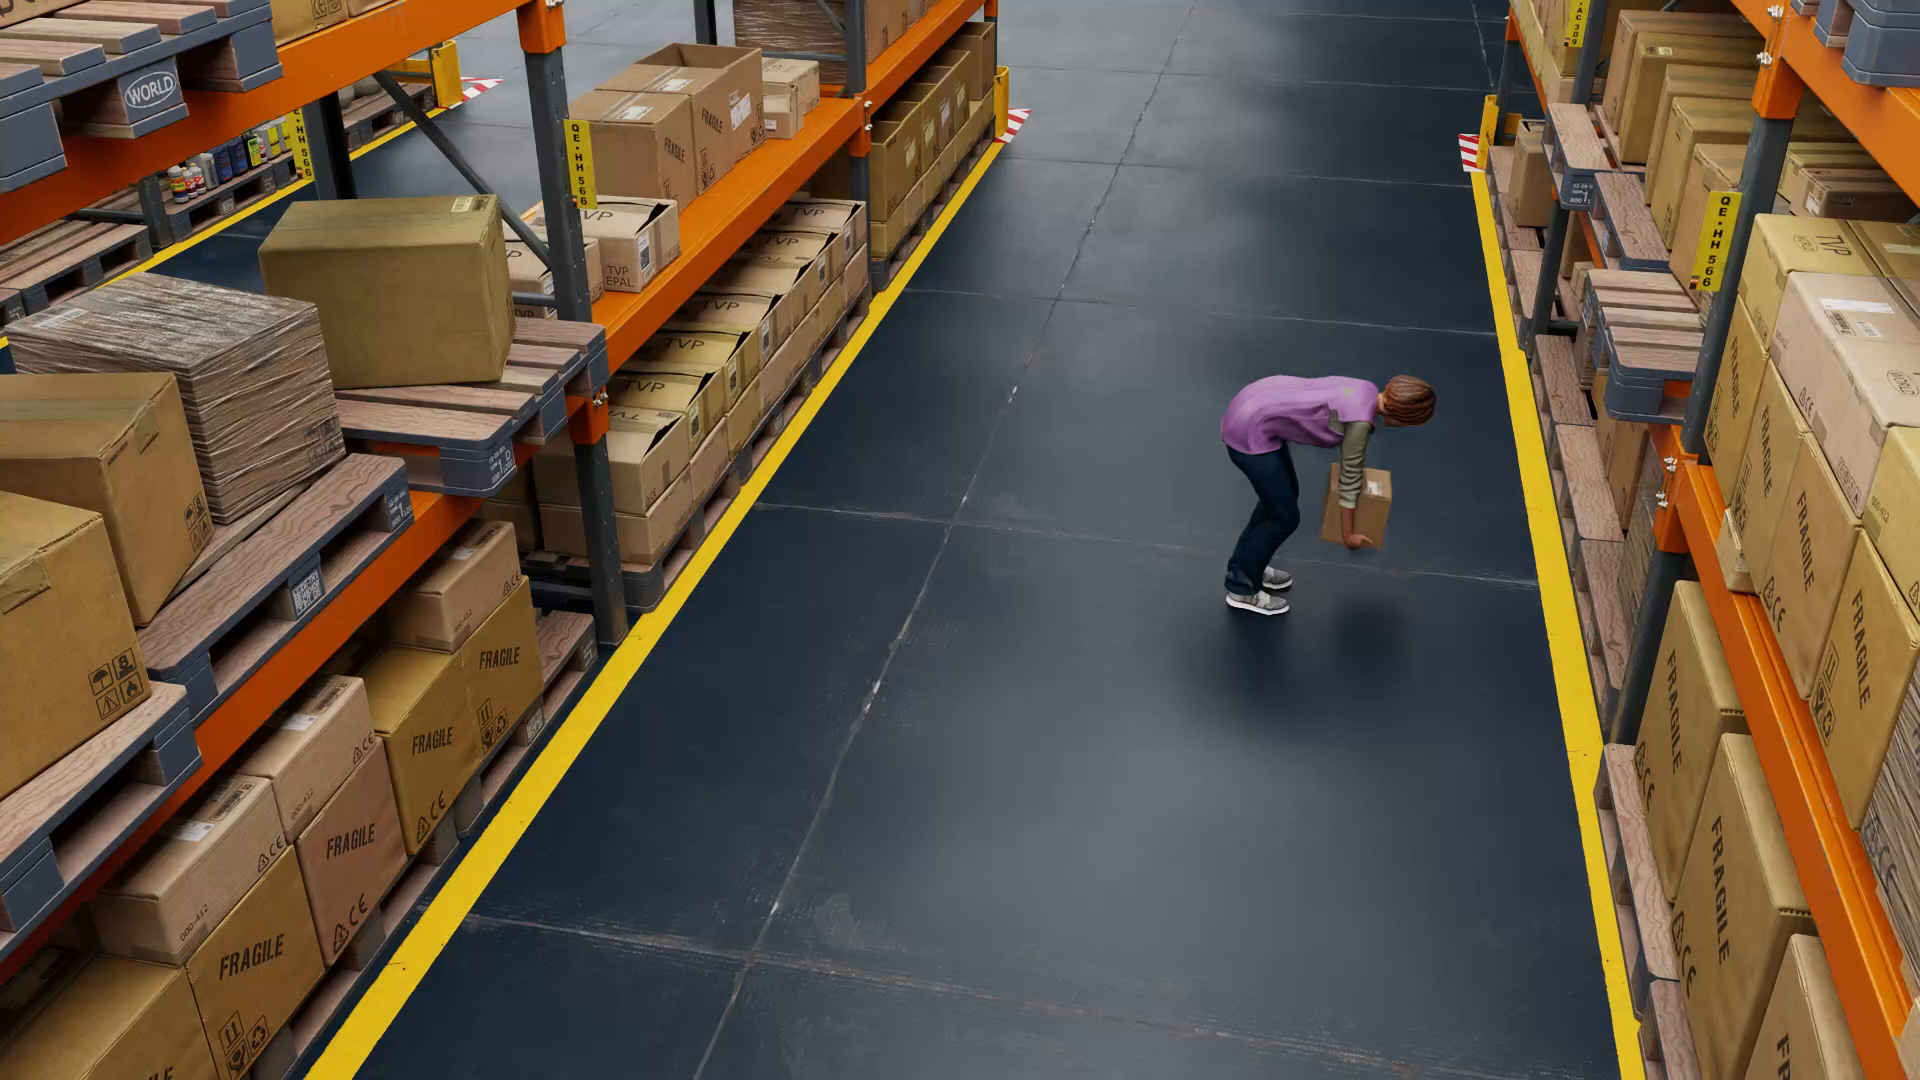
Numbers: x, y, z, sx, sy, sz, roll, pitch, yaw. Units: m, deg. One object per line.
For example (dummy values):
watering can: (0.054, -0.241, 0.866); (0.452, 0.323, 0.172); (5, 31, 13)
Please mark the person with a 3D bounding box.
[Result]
person: (1.511, -0.210, 7.031); (0.858, 1.093, 0.387); (5, 30, 9)
